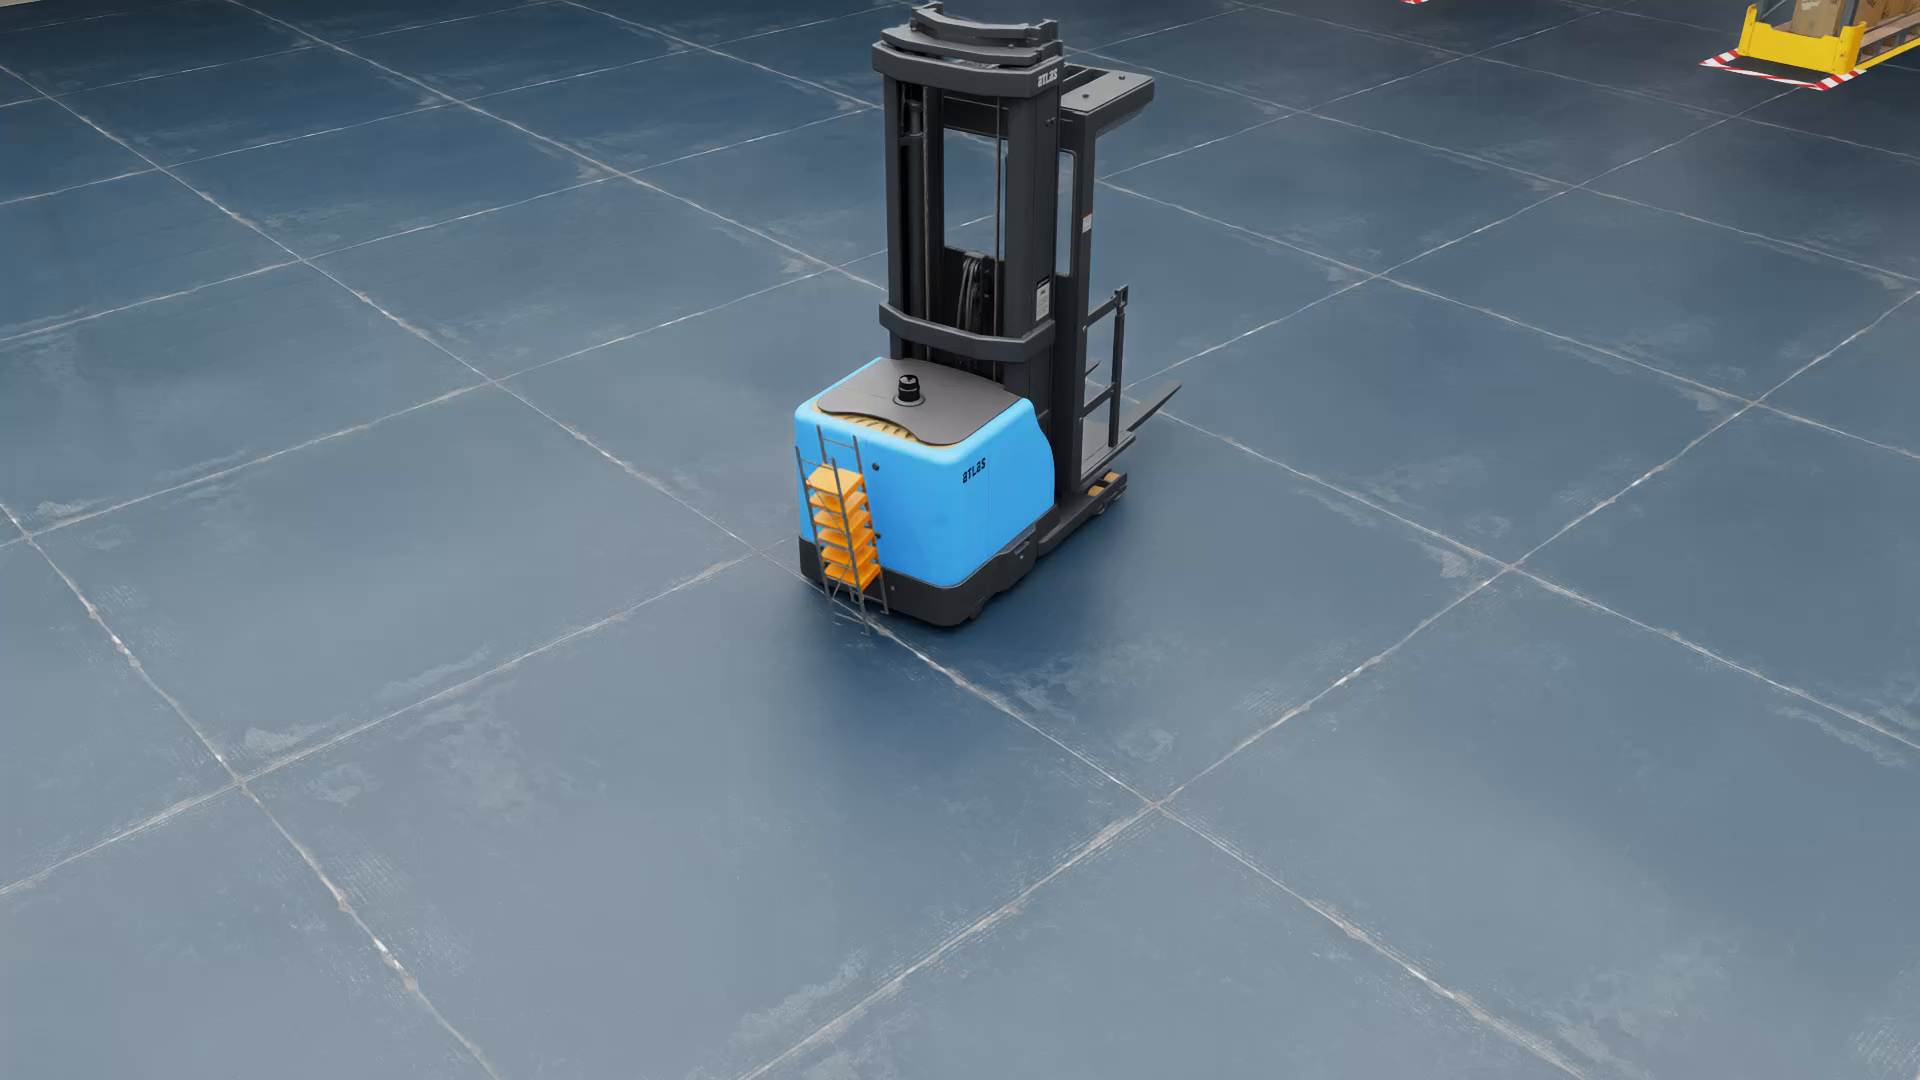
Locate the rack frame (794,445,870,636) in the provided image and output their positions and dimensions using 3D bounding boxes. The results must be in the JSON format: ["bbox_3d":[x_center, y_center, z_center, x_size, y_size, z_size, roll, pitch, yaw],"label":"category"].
[{"bbox_3d":[-0.639,0.023,8.417,0.240,1.200,0.006,18,47,27],"label":"rack frame"}]

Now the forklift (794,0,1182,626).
[{"bbox_3d":[0.344,-1.526,9.271,1.130,2.935,3.031,19,36,28],"label":"forklift"}]

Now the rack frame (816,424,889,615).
[{"bbox_3d":[-0.544,-0.087,8.528,0.240,1.200,0.006,18,47,27],"label":"rack frame"}]

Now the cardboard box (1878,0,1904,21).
[{"bbox_3d":[10.384,-6.229,18.890,0.500,0.500,0.500,-22,38,-31],"label":"cardboard box"}]

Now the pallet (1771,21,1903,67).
[{"bbox_3d":[9.703,-5.573,18.497,1.213,0.211,1.003,-26,40,-35],"label":"pallet"}]

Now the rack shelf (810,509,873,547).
[{"bbox_3d":[-0.599,-0.089,8.423,0.258,0.103,0.180,18,47,27],"label":"rack shelf"}]

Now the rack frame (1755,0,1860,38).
[{"bbox_3d":[9.028,-6.461,17.276,0.127,3.000,1.000,-26,40,-35],"label":"rack frame"}]

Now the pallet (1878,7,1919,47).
[{"bbox_3d":[10.597,-6.004,19.201,1.213,0.211,1.003,-26,40,-35],"label":"pallet"}]

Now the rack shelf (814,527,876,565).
[{"bbox_3d":[-0.587,0.001,8.501,0.258,0.103,0.180,18,47,27],"label":"rack shelf"}]

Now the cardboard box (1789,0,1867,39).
[{"bbox_3d":[9.497,-5.789,18.170,0.500,0.500,0.500,-18,36,-27],"label":"cardboard box"}]

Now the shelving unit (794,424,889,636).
[{"bbox_3d":[-0.592,-0.032,8.472,0.258,1.200,0.189,18,47,27],"label":"shelving unit"}]

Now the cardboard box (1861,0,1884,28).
[{"bbox_3d":[9.912,-6.014,18.538,0.500,0.500,0.500,-15,35,-23],"label":"cardboard box"}]

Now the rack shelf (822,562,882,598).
[{"bbox_3d":[-0.562,0.181,8.658,0.258,0.103,0.180,18,47,27],"label":"rack shelf"}]

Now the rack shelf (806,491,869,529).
[{"bbox_3d":[-0.612,-0.179,8.345,0.258,0.103,0.180,18,47,27],"label":"rack shelf"}]

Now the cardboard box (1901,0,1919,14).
[{"bbox_3d":[10.823,-6.410,19.185,0.500,0.500,0.500,25,39,35],"label":"cardboard box"}]

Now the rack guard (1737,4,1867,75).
[{"bbox_3d":[9.083,-5.422,17.972,0.348,0.500,1.175,-26,40,-35],"label":"rack guard"}]

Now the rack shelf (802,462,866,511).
[{"bbox_3d":[-0.624,-0.269,8.266,0.258,0.103,0.180,18,47,27],"label":"rack shelf"}]

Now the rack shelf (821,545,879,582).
[{"bbox_3d":[-0.575,0.091,8.580,0.258,0.103,0.180,18,47,27],"label":"rack shelf"}]
